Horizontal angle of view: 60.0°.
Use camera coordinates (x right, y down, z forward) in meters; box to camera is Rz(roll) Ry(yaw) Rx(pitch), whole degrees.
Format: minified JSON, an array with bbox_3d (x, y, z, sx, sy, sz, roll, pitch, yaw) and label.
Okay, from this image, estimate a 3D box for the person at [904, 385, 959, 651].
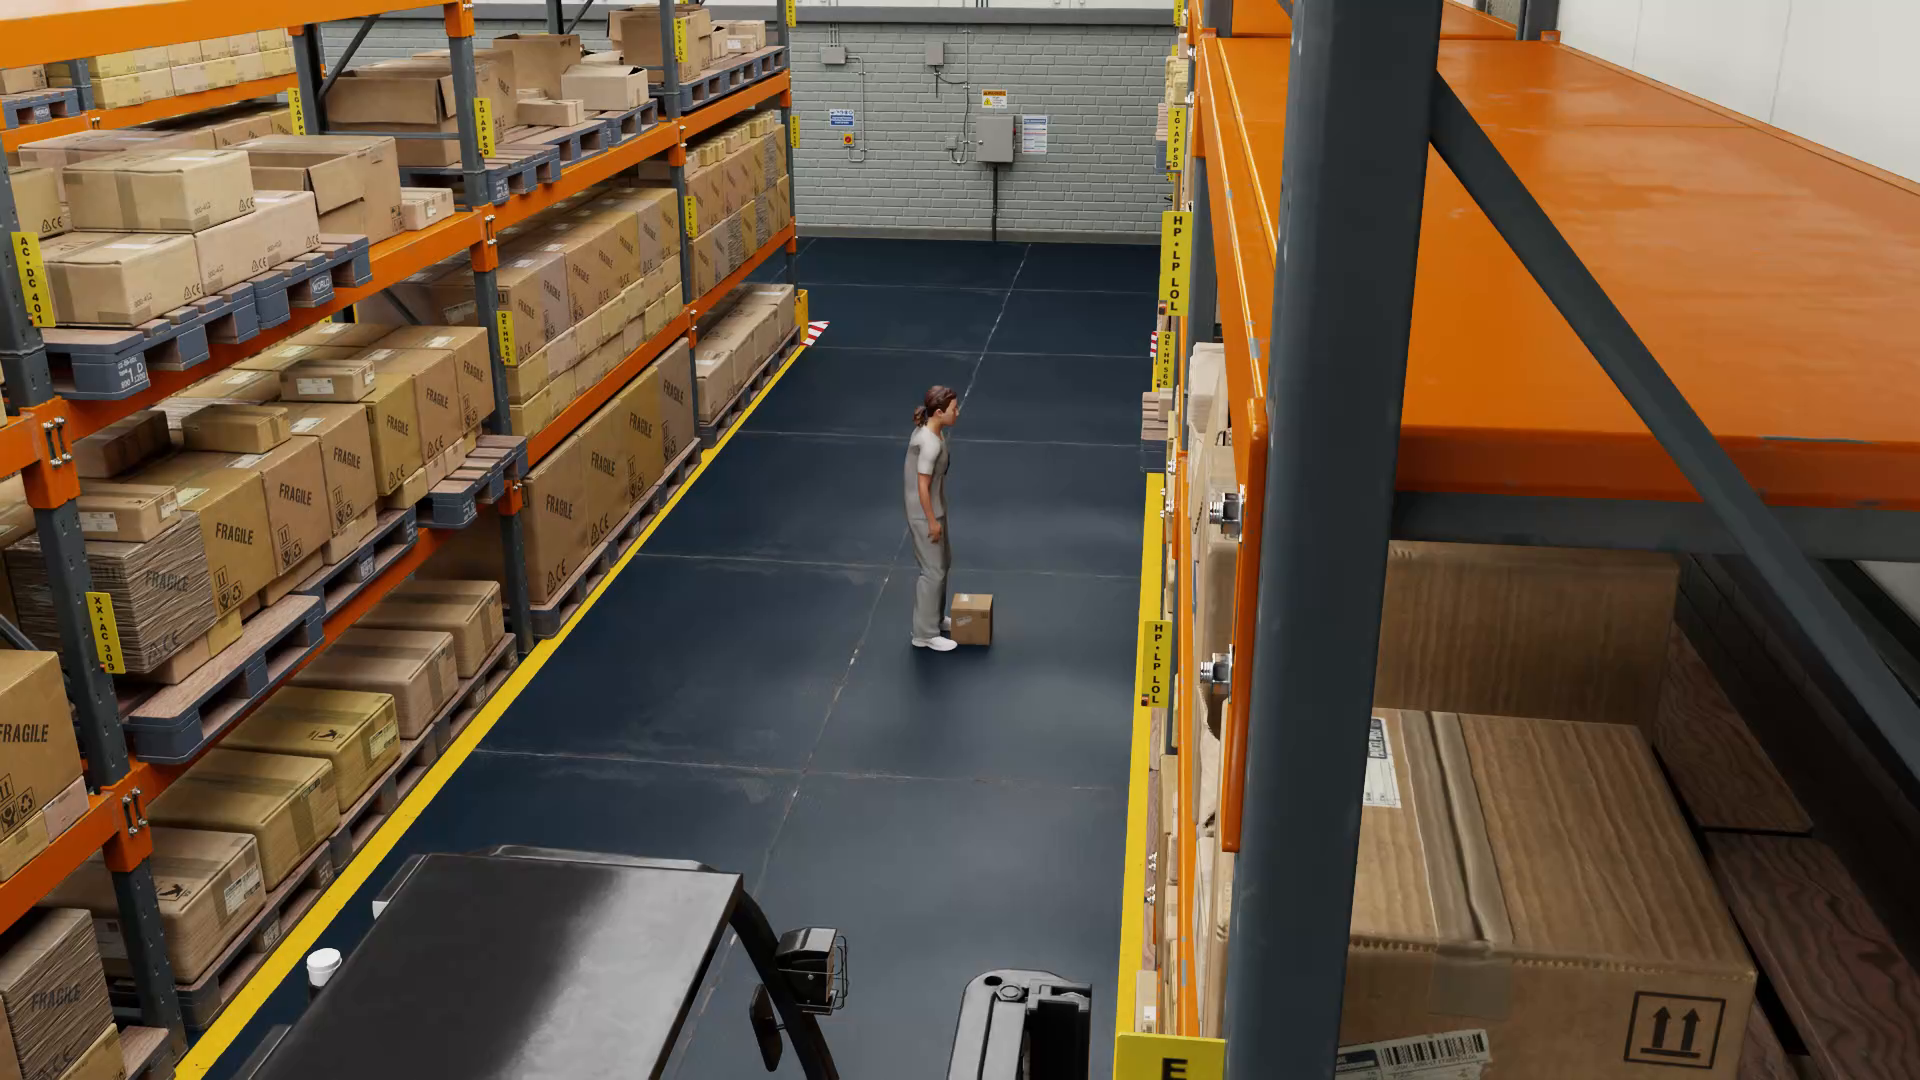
[{"bbox_3d":[-0.171,-0.157,10.495,0.362,1.667,0.506,1,21,3],"label":"person"}]
